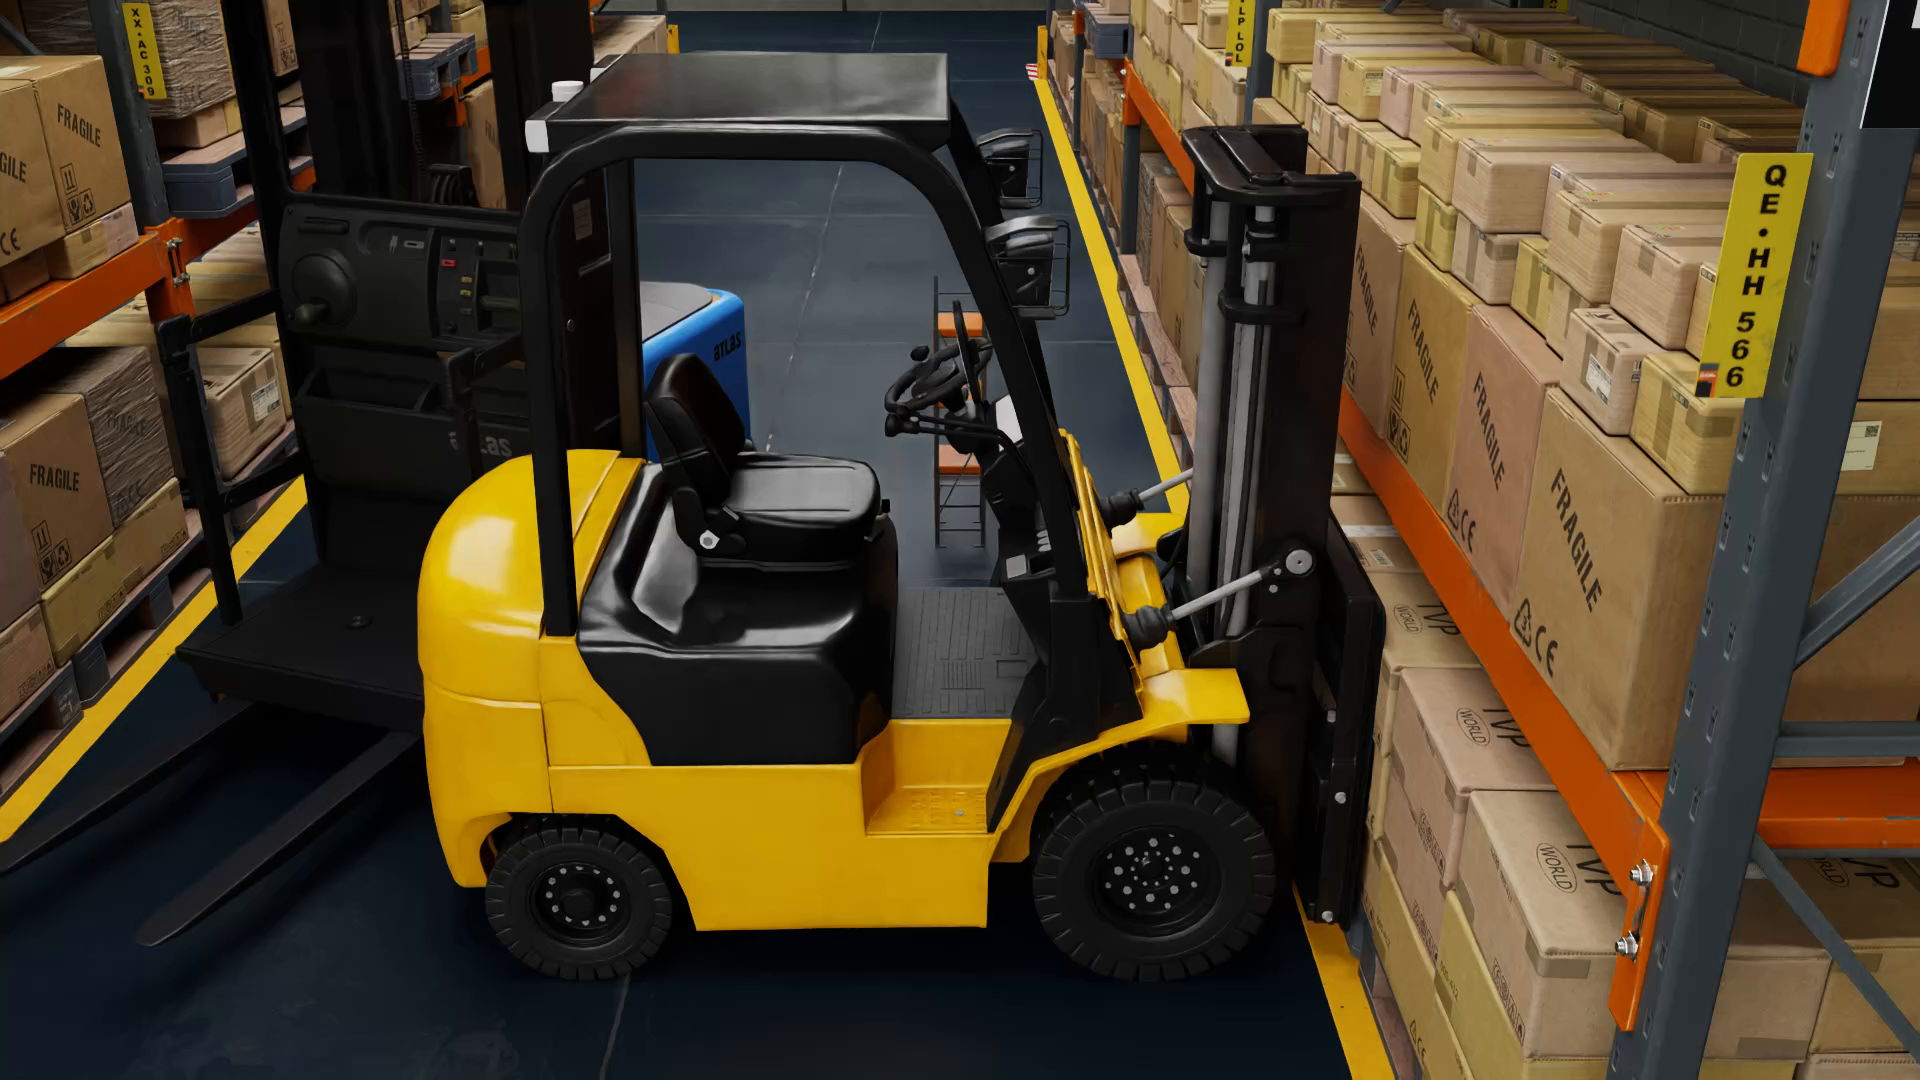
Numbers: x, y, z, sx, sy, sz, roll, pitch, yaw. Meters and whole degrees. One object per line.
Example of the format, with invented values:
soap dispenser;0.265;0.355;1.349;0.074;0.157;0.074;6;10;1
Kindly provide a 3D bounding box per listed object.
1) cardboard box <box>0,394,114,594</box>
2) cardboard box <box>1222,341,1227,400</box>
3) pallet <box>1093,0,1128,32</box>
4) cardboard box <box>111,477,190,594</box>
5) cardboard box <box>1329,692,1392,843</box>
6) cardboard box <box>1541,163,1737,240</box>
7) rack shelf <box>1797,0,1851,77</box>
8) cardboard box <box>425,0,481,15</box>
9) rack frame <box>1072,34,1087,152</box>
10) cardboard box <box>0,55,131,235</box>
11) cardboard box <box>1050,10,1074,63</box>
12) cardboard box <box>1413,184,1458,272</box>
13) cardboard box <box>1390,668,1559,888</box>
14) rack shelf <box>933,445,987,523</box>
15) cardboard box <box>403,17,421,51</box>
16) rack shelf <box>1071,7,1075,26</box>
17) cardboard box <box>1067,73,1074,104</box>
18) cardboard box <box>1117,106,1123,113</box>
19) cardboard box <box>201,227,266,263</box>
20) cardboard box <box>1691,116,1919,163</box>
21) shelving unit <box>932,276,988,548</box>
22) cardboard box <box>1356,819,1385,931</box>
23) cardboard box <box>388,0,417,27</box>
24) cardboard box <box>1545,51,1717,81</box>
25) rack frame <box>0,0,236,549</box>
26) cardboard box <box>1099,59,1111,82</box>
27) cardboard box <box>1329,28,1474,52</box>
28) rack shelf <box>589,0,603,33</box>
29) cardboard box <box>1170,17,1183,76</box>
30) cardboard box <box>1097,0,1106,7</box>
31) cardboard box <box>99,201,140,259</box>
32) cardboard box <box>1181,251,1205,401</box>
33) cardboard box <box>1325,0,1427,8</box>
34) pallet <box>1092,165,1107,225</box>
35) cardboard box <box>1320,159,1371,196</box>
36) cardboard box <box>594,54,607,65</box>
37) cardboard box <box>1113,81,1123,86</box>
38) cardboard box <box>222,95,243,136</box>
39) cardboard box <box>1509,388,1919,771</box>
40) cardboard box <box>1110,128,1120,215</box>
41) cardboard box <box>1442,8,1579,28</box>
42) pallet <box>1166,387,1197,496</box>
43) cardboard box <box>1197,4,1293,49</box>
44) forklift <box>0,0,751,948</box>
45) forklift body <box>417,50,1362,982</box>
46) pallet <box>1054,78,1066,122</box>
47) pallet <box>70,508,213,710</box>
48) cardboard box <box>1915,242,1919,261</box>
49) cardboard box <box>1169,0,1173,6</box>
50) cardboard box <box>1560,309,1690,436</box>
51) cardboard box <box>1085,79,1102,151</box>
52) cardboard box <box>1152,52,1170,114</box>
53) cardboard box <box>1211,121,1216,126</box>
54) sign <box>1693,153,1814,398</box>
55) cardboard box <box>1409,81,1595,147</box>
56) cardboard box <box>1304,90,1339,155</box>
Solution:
cardboard box;-3.146;-0.154;5.367;0.500;0.500;0.500;0;24;0
cardboard box;1.227;-0.543;5.925;0.500;0.250;0.500;-1;24;-1
pallet;1.466;-3.712;11.550;1.003;0.211;1.213;0;24;-1
cardboard box;-3.153;-0.022;5.986;0.500;0.250;0.500;1;24;2
cardboard box;1.240;0.514;4.195;0.500;0.250;0.500;-1;24;-2
cardboard box;1.372;-0.637;3.249;0.380;0.149;0.250;0;24;0
rack shelf;1.557;-1.565;3.802;1.077;0.370;4.000;0;24;-1
cardboard box;-3.230;-3.343;10.078;0.500;0.250;0.500;0;24;-1
rack frame;1.448;-4.646;13.383;1.000;3.000;0.127;0;24;-1
cardboard box;-3.174;-1.325;5.557;0.500;0.500;0.500;-1;24;-2
cardboard box;1.316;-5.096;16.897;0.797;0.503;0.637;-1;24;-3
cardboard box;1.257;-0.713;3.777;0.380;0.149;0.250;0;24;0
cardboard box;1.251;0.506;3.606;0.500;0.250;0.500;0;24;0
rack shelf;-0.001;-0.238;6.701;0.215;0.259;0.240;0;24;-1
cardboard box;-3.110;-2.703;8.882;0.380;0.149;0.250;0;24;-1
rack shelf;1.426;-5.143;15.353;1.077;0.370;4.000;0;24;-1
cardboard box;1.145;-3.967;14.690;0.396;0.266;0.258;1;24;1
cardboard box;1.240;-2.769;10.970;0.380;0.149;0.250;-1;24;-2
cardboard box;-3.459;-1.431;8.954;0.950;0.372;0.625;-1;24;-2
cardboard box;1.883;-0.853;3.727;0.380;0.149;0.250;-1;24;-2
shelving unit;-0.001;-0.500;6.582;0.215;1.050;0.252;0;24;-1
cardboard box;1.266;0.757;4.264;0.500;0.250;0.500;0;24;0
cardboard box;-3.172;-2.948;8.635;0.500;0.500;0.500;-1;24;-1
cardboard box;1.867;-1.274;4.657;0.380;0.149;0.250;-1;24;-1
rack frame;-3.428;-1.326;6.042;1.000;3.000;0.127;0;24;-1
cardboard box;1.281;-3.626;12.863;0.380;0.149;0.250;-1;24;-3
cardboard box;1.347;-1.481;5.116;0.380;0.149;0.250;-1;24;-2
rack shelf;-3.537;-5.119;15.301;1.077;0.370;4.000;0;24;-1
cardboard box;1.275;-2.341;7.861;0.500;0.250;0.500;0;24;0
cardboard box;1.157;-3.554;10.641;0.500;0.250;0.500;-1;24;-3
cardboard box;-3.120;-1.080;5.804;0.380;0.149;0.250;-1;24;-1
cardboard box;1.518;-0.994;7.679;0.875;0.625;0.625;0;24;-1
cardboard box;1.793;-2.258;7.194;0.380;0.149;0.250;0;24;-1
pallet;1.511;-2.537;12.103;1.003;0.211;1.213;0;24;-1
cardboard box;1.308;-0.788;4.731;0.500;0.500;0.500;0;24;-1
cardboard box;-3.415;-3.906;14.345;0.875;0.438;0.875;-1;24;-1
cardboard box;1.295;-3.196;11.914;0.380;0.149;0.250;0;24;0
cardboard box;-3.112;-1.735;6.741;0.380;0.149;0.250;0;24;1
cardboard box;1.311;0.051;2.875;0.500;0.500;0.500;-1;24;-2
cardboard box;1.277;-2.430;11.006;0.500;0.500;0.500;-1;24;-1
cardboard box;1.841;-1.696;5.591;0.380;0.149;0.250;0;24;0
pallet;1.488;-0.383;7.340;1.003;0.211;1.213;0;24;-1
cardboard box;1.203;-2.146;6.946;0.380;0.149;0.250;-1;24;-2
forklift;-1.763;-0.780;4.919;1.130;2.935;3.031;8;26;18
forklift body;-0.266;-0.088;4.334;2.313;2.155;1.214;0;24;-1
pallet;1.425;-4.163;15.698;1.003;0.211;1.213;0;24;-1
pallet;-3.385;0.221;6.005;1.003;0.211;1.213;0;24;-1
cardboard box;1.849;-0.427;2.785;0.380;0.149;0.250;1;24;1
cardboard box;1.225;-2.675;8.115;0.380;0.149;0.250;0;24;1
cardboard box;1.263;-0.289;2.841;0.380;0.149;0.250;0;24;0
cardboard box;1.244;-3.279;12.884;0.500;0.500;0.500;-1;24;-1
cardboard box;1.265;-2.326;8.435;0.500;0.250;0.500;-1;24;-2
cardboard box;1.268;-1.488;6.582;0.500;0.250;0.500;0;24;1
sign;1.036;-0.340;2.170;0.100;0.325;0.005;0;24;-1
cardboard box;1.356;-1.061;4.186;0.380;0.149;0.250;0;24;0
cardboard box;1.240;-1.242;4.948;0.380;0.149;0.250;0;24;1
